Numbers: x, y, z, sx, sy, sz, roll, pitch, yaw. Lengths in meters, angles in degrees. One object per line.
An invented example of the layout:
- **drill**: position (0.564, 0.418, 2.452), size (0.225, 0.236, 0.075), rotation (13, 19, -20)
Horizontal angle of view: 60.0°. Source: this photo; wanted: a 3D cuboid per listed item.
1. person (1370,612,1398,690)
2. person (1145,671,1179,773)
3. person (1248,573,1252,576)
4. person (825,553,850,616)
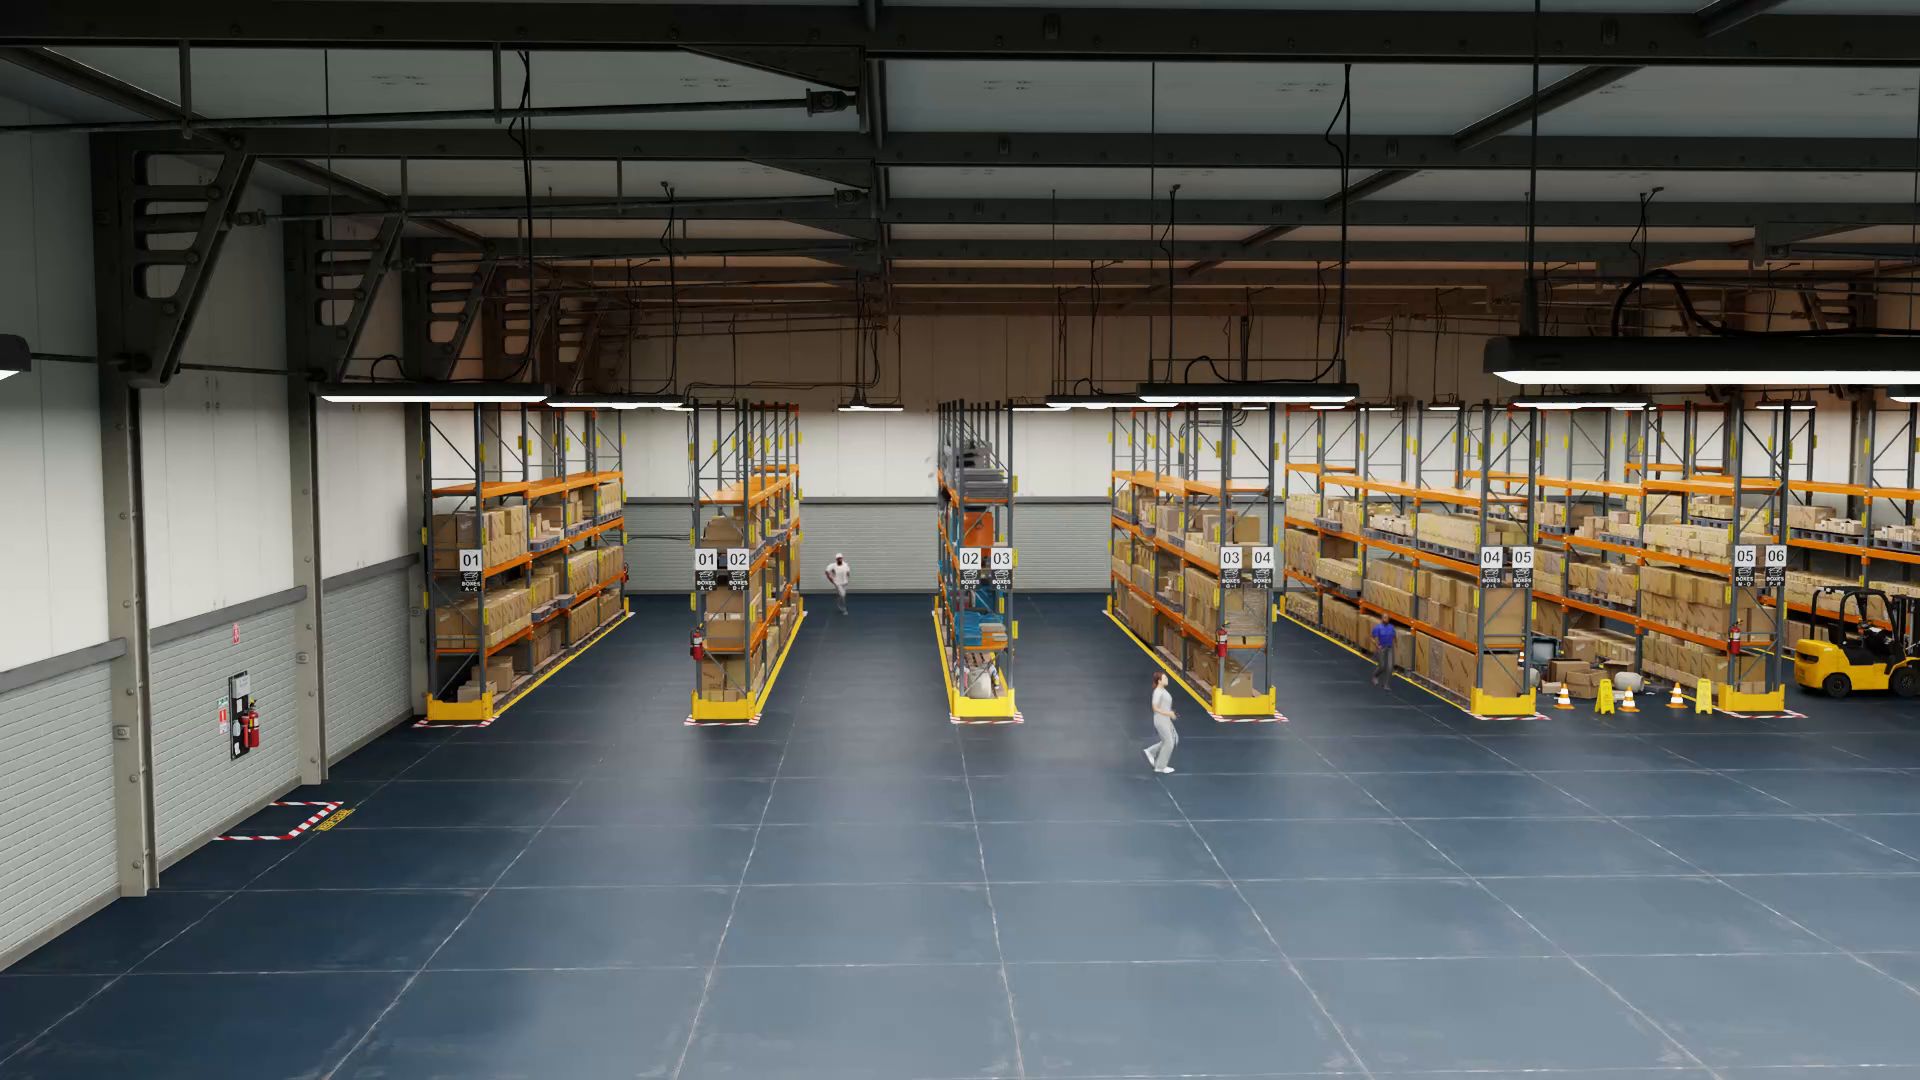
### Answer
- **person**: position (8.813, 2.303, 34.479), size (0.573, 1.604, 0.580), rotation (-1, 4, -9)
- **person**: position (3.221, 2.896, 26.502), size (0.584, 1.620, 0.561), rotation (2, 5, 19)
- **person**: position (8.570, 1.176, 48.719), size (0.553, 1.687, 0.776), rotation (-1, 5, -16)
- **person**: position (-3.428, 1.262, 47.358), size (0.693, 1.784, 0.704), rotation (-4, 6, -40)
